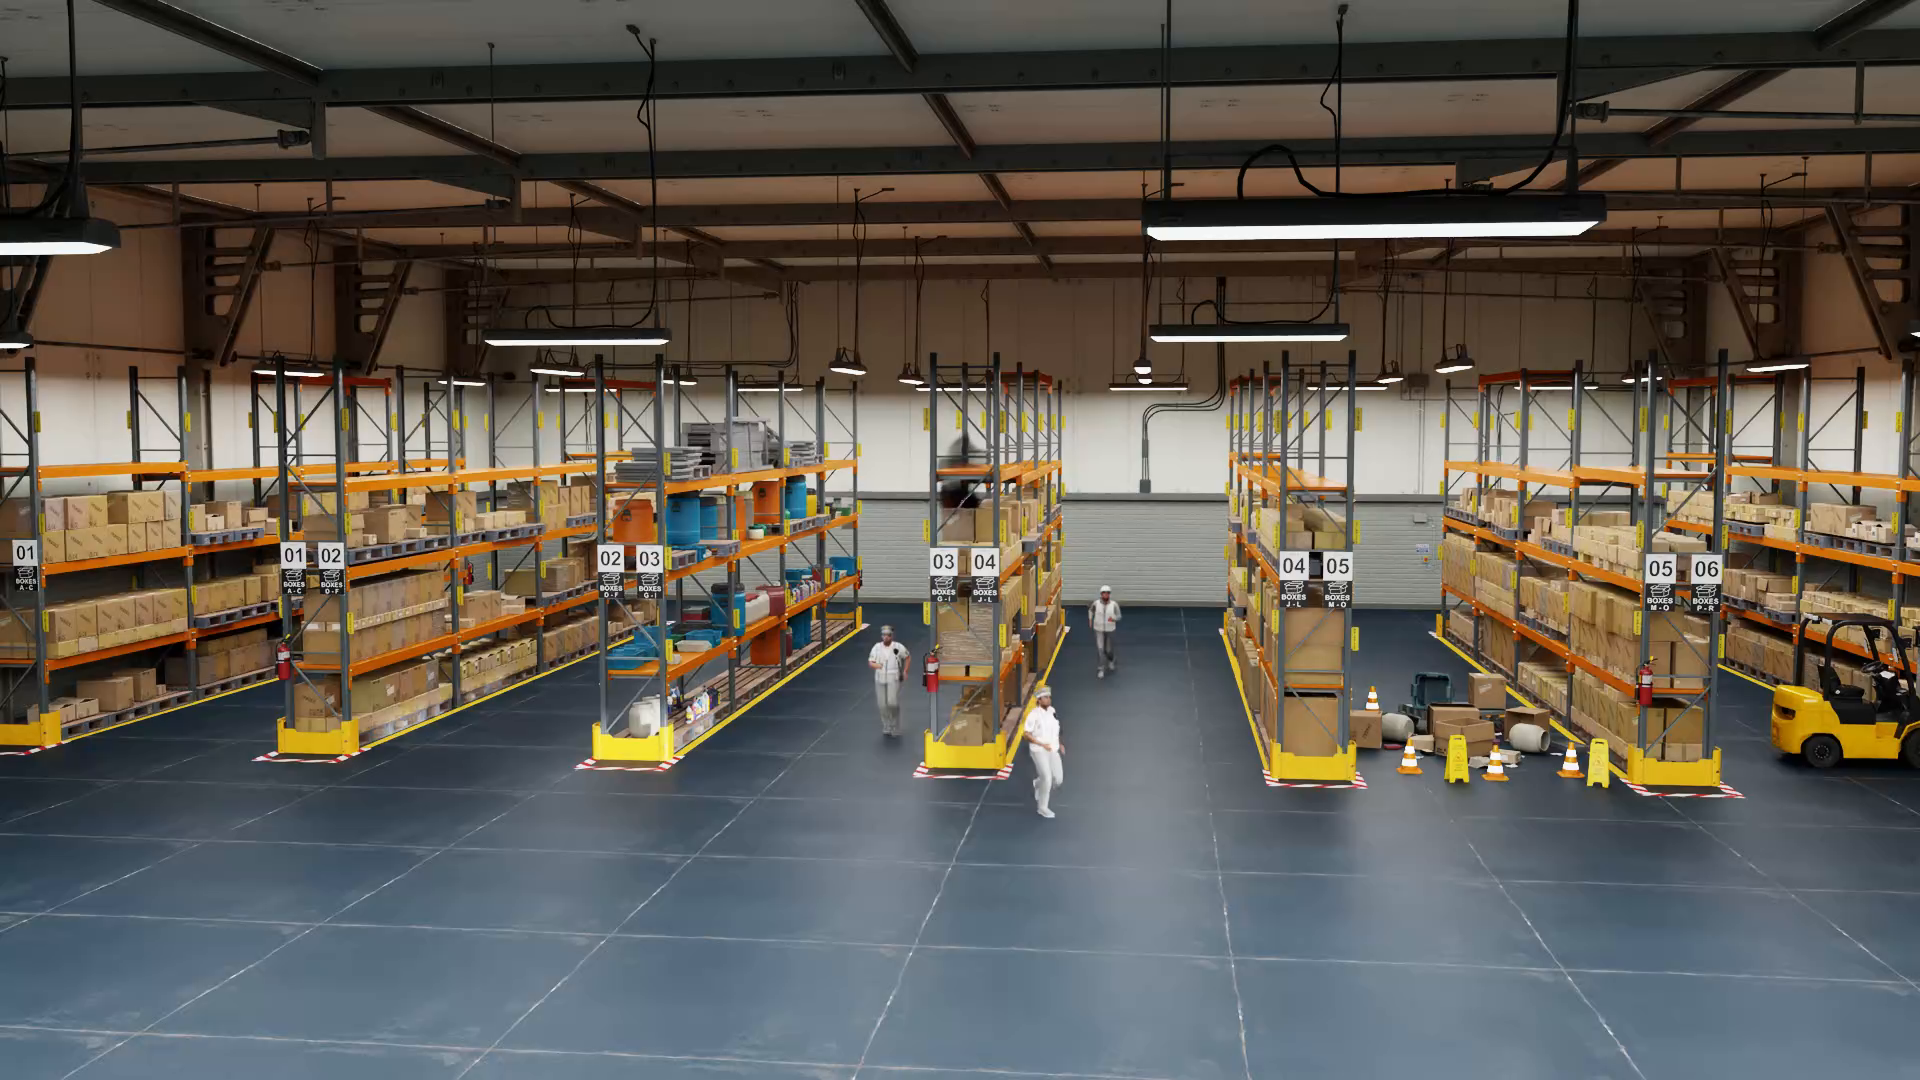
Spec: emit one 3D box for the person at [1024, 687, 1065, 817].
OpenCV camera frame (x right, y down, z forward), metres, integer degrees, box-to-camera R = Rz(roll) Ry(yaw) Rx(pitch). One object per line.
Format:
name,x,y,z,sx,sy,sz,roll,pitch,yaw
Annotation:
person,1.069,2.686,21.214,0.576,1.663,0.563,-3,5,-39

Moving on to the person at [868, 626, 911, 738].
person,-1.143,2.255,26.453,0.639,1.803,0.715,1,4,9

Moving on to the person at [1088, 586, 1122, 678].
person,2.863,1.783,32.849,0.663,1.775,0.974,0,4,5
